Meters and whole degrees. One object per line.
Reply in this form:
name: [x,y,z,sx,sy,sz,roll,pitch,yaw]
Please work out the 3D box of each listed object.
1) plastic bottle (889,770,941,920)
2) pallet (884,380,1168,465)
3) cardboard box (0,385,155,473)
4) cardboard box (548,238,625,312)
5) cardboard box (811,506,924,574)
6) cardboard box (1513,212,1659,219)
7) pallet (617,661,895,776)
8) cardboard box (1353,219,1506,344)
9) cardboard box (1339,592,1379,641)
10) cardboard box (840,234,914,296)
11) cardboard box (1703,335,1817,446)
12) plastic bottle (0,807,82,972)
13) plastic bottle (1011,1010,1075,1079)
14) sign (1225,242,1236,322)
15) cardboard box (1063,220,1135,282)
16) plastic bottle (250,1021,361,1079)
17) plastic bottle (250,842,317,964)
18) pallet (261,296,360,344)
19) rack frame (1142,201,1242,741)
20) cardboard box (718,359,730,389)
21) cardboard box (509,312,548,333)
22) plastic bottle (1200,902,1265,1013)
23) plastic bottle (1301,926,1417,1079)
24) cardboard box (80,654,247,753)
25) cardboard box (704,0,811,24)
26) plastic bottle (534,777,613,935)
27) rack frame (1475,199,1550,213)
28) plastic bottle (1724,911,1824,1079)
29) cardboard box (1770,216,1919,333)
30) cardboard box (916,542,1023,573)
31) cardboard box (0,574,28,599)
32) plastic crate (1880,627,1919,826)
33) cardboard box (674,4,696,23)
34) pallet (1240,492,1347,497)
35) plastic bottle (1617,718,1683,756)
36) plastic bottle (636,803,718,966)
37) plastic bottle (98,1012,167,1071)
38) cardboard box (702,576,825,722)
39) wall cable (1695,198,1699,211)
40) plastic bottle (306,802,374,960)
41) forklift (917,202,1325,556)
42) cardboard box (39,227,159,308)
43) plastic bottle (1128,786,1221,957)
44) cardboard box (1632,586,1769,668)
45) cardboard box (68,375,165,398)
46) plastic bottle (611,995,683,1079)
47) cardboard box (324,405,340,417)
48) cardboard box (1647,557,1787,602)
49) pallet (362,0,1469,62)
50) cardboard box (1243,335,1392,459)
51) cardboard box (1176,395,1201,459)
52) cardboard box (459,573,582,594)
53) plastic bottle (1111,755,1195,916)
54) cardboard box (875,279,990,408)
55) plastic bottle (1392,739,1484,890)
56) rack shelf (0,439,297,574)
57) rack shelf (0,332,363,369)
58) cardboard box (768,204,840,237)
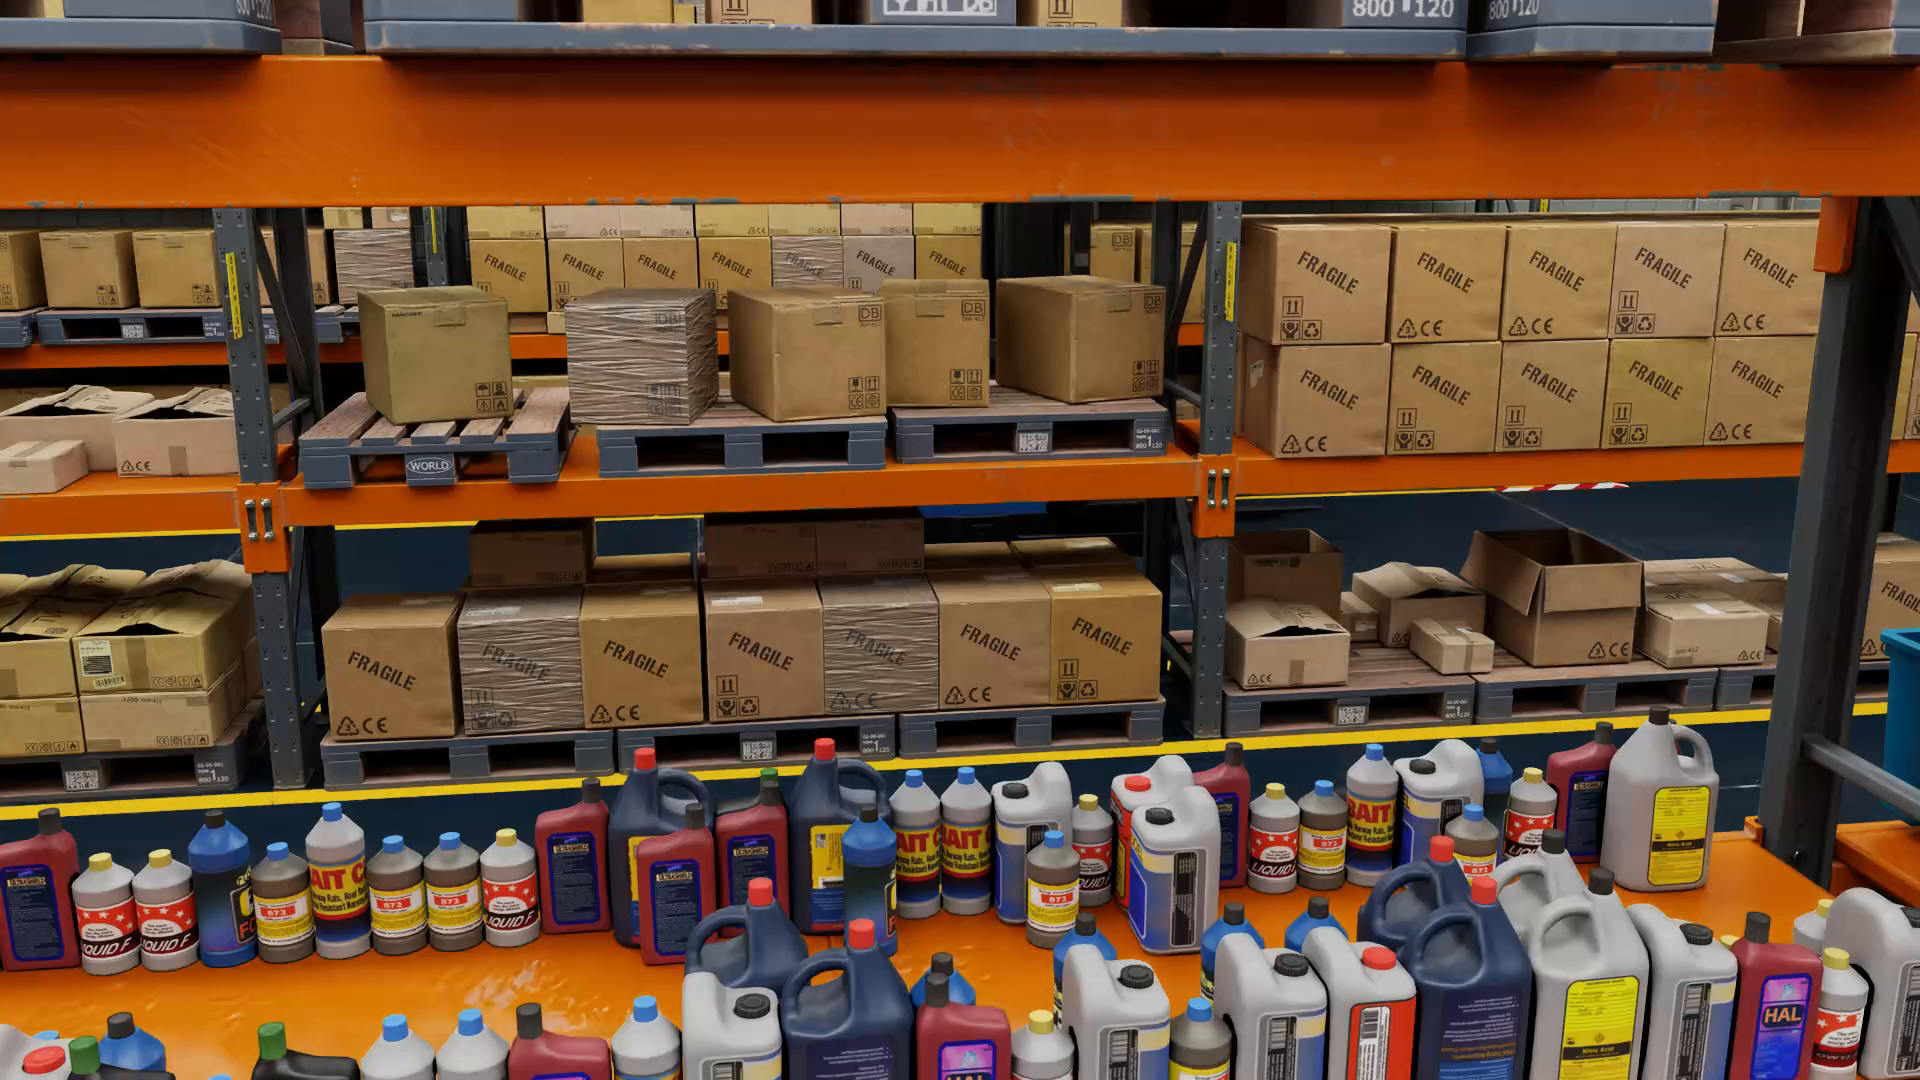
plastic bottle: [-0.085,0.559,3.090,0.097,0.271,0.097,0,14,0]
pallet: [0.249,-0.567,7.711,1.213,0.211,1.003,-2,14,-8]
cardboard box: [-3.813,-0.489,7.188,0.500,0.311,0.500,-2,14,-9]
cardboard box: [-2.604,-1.885,11.712,0.500,0.500,0.500,-2,14,-6]
cardboard box: [-0.448,-0.032,7.877,0.500,0.250,0.500,-2,14,-8]
cardboard box: [3.019,-1.332,8.107,0.500,0.500,0.500,-2,14,-9]
pallet: [-0.952,0.773,7.705,1.213,0.211,1.003,-2,14,-8]
cardboard box: [2.074,-1.165,7.438,0.500,0.500,0.500,-3,14,-10]
cardboard box: [1.939,0.390,8.458,0.250,0.149,0.380,-2,14,-8]
cardboard box: [-0.608,-1.959,12.007,0.500,0.500,0.500,-2,14,-8]
cardboard box: [3.602,-0.738,7.794,0.500,0.500,0.500,-2,14,-8]
plastic bottle: [-1.601,0.605,2.884,0.133,0.283,0.061,-2,14,-8]
plastic bottle: [0.115,0.773,2.383,0.097,0.201,0.097,0,14,0]
sign: [1.142,-1.091,7.026,0.005,0.325,0.100,-2,14,-8]
cardboard box: [0.853,-2.016,12.476,0.700,0.700,0.980,-2,14,-7]
plastic bottle: [-0.864,0.773,2.212,0.133,0.283,0.061,-2,14,-8]
plastic bottle: [-1.195,0.634,2.936,0.097,0.201,0.097,0,14,0]
pallet: [-4.330,-1.565,11.690,1.003,0.211,1.213,-2,14,-8]
rack frame: [1.056,-0.663,7.699,0.127,3.000,1.000,-2,14,-8]
cardboard box: [-2.028,-0.896,12.183,0.750,0.750,0.750,-2,14,-9]
cardboard box: [-3.031,-1.560,11.753,0.250,0.149,0.380,-2,14,-8]
plastic bottle: [0.418,0.690,2.568,0.097,0.271,0.097,0,14,0]
plastic bottle: [0.588,0.712,2.470,0.135,0.276,0.152,-2,14,-8]
cardboard box: [-3.384,0.690,7.094,0.500,0.250,0.500,-2,14,-7]
cardboard box: [-0.772,-2.369,7.061,0.600,0.600,0.600,-3,14,-11]
plastic bottle: [-0.699,0.572,3.016,0.133,0.283,0.061,-2,14,-8]
rack frame: [4.269,-1.999,13.028,0.127,3.000,1.000,-2,14,-8]
plastic bottle: [1.226,0.697,2.517,0.133,0.283,0.061,-2,14,-8]
cardboard box: [4.112,-1.241,7.741,0.500,0.500,0.500,-2,14,-7]
cardboard box: [0.015,0.317,8.025,0.500,0.500,0.500,-2,14,-7]
cardboard box: [-4.484,0.327,7.386,0.500,0.311,0.500,-2,14,-10]
plastic crate: [2.201,0.408,3.337,0.575,0.384,0.392,-2,14,-8]
cardboard box: [-2.105,-3.506,11.761,0.500,0.500,0.700,-1,14,-5]
pallet: [2.287,-0.556,13.003,1.213,0.211,1.003,-2,14,-8]
plastic bottle: [1.364,0.496,3.318,0.133,0.283,0.061,-2,14,-8]
plastic bottle: [-0.495,0.600,2.905,0.133,0.283,0.061,-2,14,-8]
plastic bottle: [-1.122,0.769,2.253,0.097,0.271,0.097,0,14,0]
cardboard box: [-0.878,0.476,7.392,0.500,0.500,0.500,-3,14,-10]
wall cable: [5.395,-2.766,13.996,1.851,1.984,0.084,-2,14,-8]
plastic bottle: [-1.099,0.597,2.941,0.097,0.271,0.097,0,14,0]
forklift: [0.908,-1.439,10.935,3.031,2.935,1.130,-2,14,-10]
cardboard box: [-5.888,-1.886,11.468,0.500,0.500,0.700,0,14,-1]
plastic bottle: [0.382,0.584,2.981,0.135,0.276,0.152,-2,14,-8]
cardboard box: [3.566,0.419,8.134,0.500,0.250,0.500,-2,14,-8]
cardboard box: [-5.923,-0.996,11.721,0.500,0.250,0.500,-3,14,-10]
plastic bottle: [-0.429,0.759,2.295,0.097,0.271,0.097,0,14,0]
cardboard box: [-4.346,-0.672,11.968,0.500,0.500,0.700,-2,14,-8]
cardboard box: [3.937,0.282,8.679,0.500,0.250,0.500,-2,14,-8]
pallet: [-0.092,-0.741,2.232,1.213,0.211,1.003,-2,14,-8]
cardboard box: [1.600,-0.664,7.499,0.500,0.500,0.500,-2,14,-7]
cardboard box: [1.566,-0.865,12.782,0.500,0.500,0.700,-2,14,-9]
cardboard box: [-2.010,0.391,7.732,0.500,0.500,0.500,-2,14,-6]
plastic bottle: [0.360,0.548,3.127,0.135,0.276,0.152,-2,14,-8]
cardboard box: [-0.117,-0.912,7.621,0.500,0.500,0.700,0,14,1]
plastic bottle: [0.914,0.527,3.208,0.135,0.276,0.152,-2,14,-8]
rack shelf: [-4.877,-0.097,6.919,4.000,0.370,1.077,-2,14,-8]
rack shelf: [-5.619,-1.288,11.670,4.000,0.370,1.077,-2,14,-8]
cardboard box: [-1.121,-2.307,11.856,0.500,0.250,0.500,-2,14,-7]
